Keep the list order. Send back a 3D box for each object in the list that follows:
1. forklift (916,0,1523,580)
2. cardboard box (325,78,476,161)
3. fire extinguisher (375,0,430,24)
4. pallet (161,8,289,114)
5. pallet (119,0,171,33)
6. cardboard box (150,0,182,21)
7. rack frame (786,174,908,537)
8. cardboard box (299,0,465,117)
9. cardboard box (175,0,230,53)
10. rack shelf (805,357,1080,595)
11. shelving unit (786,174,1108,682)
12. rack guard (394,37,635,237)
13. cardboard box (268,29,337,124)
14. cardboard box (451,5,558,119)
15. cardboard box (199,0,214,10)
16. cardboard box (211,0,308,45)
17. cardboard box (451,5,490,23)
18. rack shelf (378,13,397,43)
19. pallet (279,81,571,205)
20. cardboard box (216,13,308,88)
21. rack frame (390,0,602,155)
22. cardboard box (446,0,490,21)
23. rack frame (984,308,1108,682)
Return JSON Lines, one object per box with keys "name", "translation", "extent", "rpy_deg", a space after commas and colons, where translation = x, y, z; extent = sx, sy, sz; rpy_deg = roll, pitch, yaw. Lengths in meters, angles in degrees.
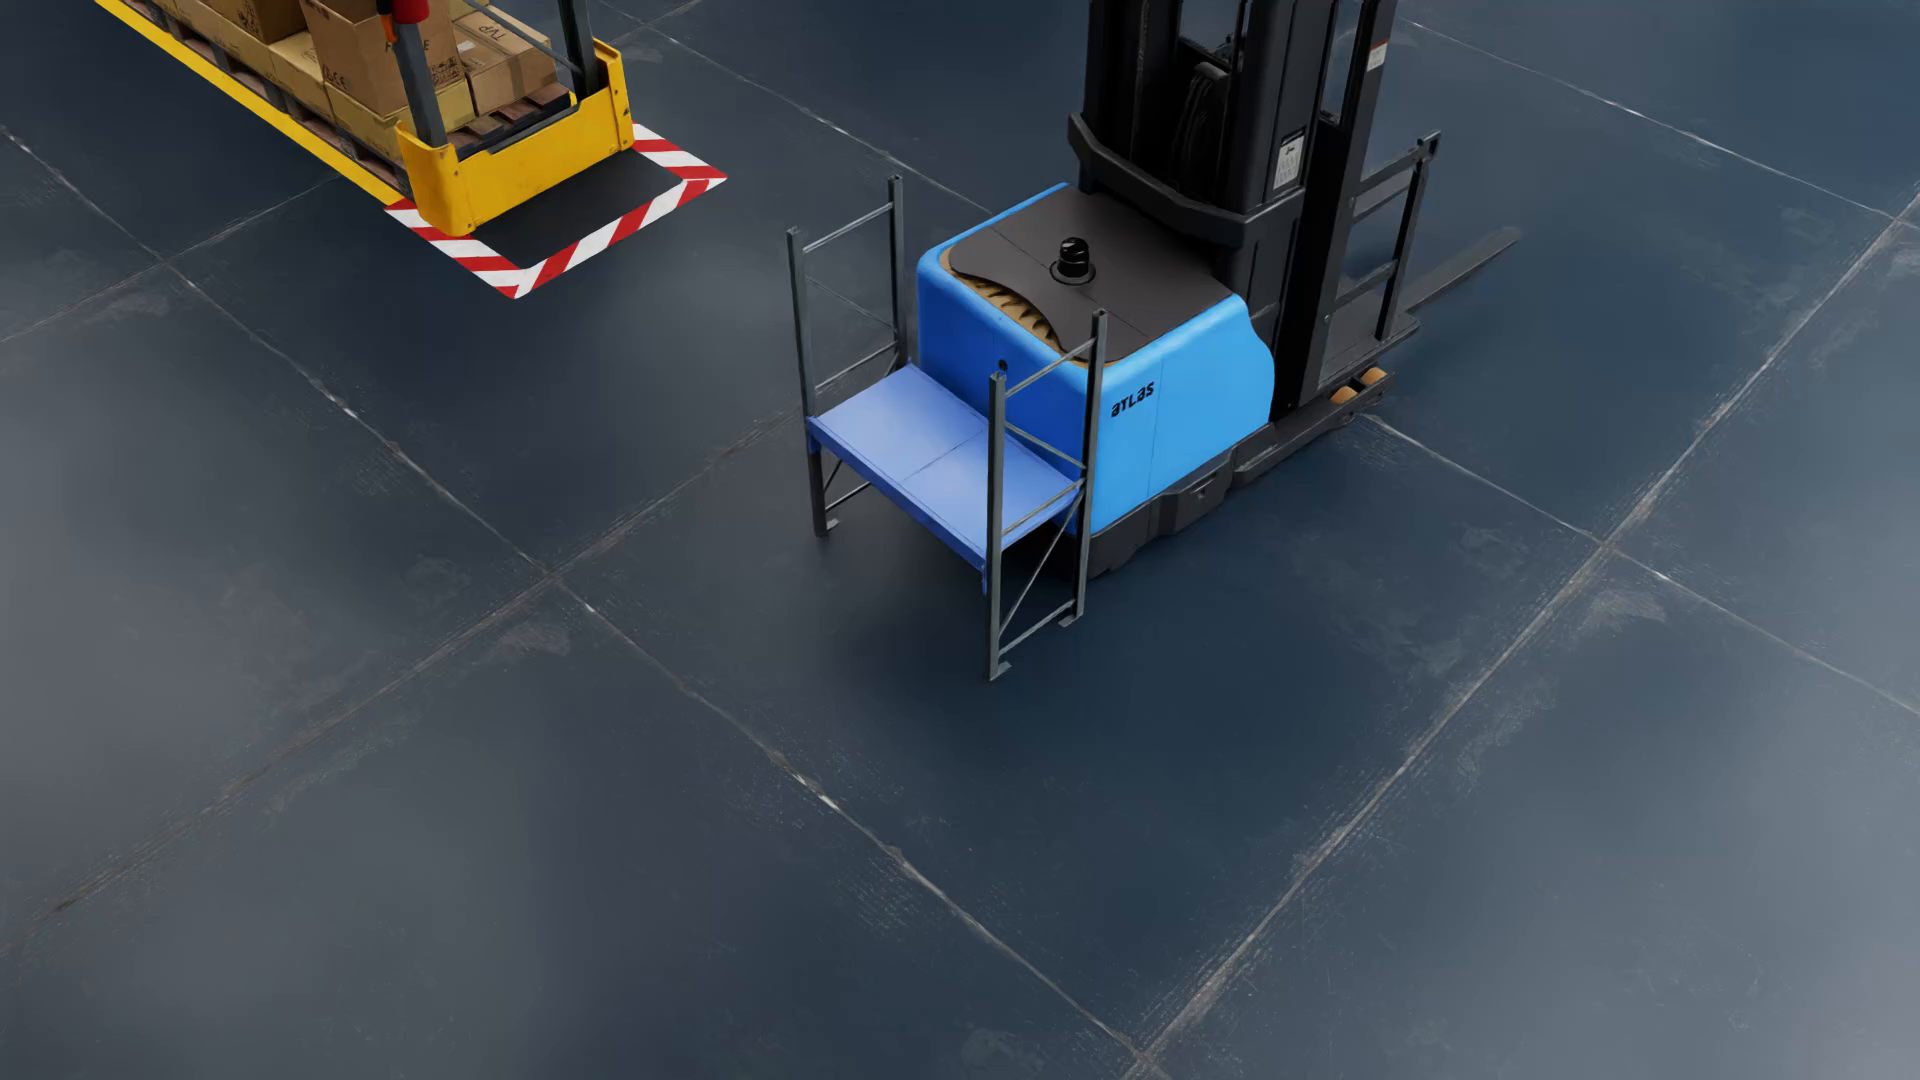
{"name": "forklift", "translation": [1.270, -1.768, 6.399], "extent": [3.031, 2.935, 1.130], "rpy_deg": [-32, 54, -26]}
{"name": "cardboard box", "translation": [-2.810, -2.208, 8.363], "extent": [0.500, 0.250, 0.500], "rpy_deg": [34, 55, 28]}
{"name": "fire extinguisher", "translation": [-2.444, -2.565, 7.153], "extent": [0.183, 0.674, 0.296], "rpy_deg": [34, 55, 28]}
{"name": "pallet", "translation": [-3.698, -2.903, 9.331], "extent": [1.213, 0.211, 1.003], "rpy_deg": [34, 55, 28]}
{"name": "pallet", "translation": [-4.599, -3.506, 9.897], "extent": [1.213, 0.211, 1.003], "rpy_deg": [34, 55, 28]}
{"name": "cardboard box", "translation": [-4.292, -3.187, 9.283], "extent": [0.500, 0.250, 0.500], "rpy_deg": [34, 55, 28]}
{"name": "rack frame", "translation": [-0.399, -0.658, 6.339], "extent": [0.500, 1.500, 0.032], "rpy_deg": [-34, 55, -27]}
{"name": "cardboard box", "translation": [-2.812, -2.463, 8.089], "extent": [0.500, 0.500, 0.500], "rpy_deg": [34, 55, 28]}
{"name": "cardboard box", "translation": [-3.921, -2.943, 9.054], "extent": [0.500, 0.250, 0.500], "rpy_deg": [34, 55, 28]}
{"name": "rack shelf", "translation": [-0.056, -0.261, 6.213], "extent": [0.538, 0.185, 1.000], "rpy_deg": [-34, 55, -27]}
{"name": "shelving unit", "translation": [-0.057, -0.384, 6.082], "extent": [0.538, 1.500, 1.048], "rpy_deg": [-34, 55, -27]}
{"name": "rack guard", "translation": [-2.198, -2.031, 8.314], "extent": [0.348, 0.500, 1.175], "rpy_deg": [34, 55, 28]}
{"name": "cardboard box", "translation": [-3.186, -2.449, 8.589], "extent": [0.500, 0.250, 0.500], "rpy_deg": [34, 55, 28]}
{"name": "cardboard box", "translation": [-2.459, -2.485, 8.624], "extent": [0.500, 0.250, 0.500], "rpy_deg": [34, 55, 28]}
{"name": "cardboard box", "translation": [-3.923, -3.198, 8.779], "extent": [0.500, 0.500, 0.500], "rpy_deg": [34, 55, 28]}
{"name": "cardboard box", "translation": [-3.556, -2.950, 8.546], "extent": [0.500, 0.500, 0.500], "rpy_deg": [34, 55, 28]}
{"name": "cardboard box", "translation": [-2.829, -2.730, 8.854], "extent": [0.500, 0.250, 0.500], "rpy_deg": [34, 55, 28]}
{"name": "rack shelf", "translation": [-3.685, -3.641, 8.604], "extent": [4.000, 0.370, 1.077], "rpy_deg": [34, 55, 28]}
{"name": "pallet", "translation": [-2.806, -2.300, 8.764], "extent": [1.213, 0.211, 1.003], "rpy_deg": [34, 55, 28]}
{"name": "cardboard box", "translation": [-3.554, -2.695, 8.821], "extent": [0.500, 0.250, 0.500], "rpy_deg": [34, 55, 28]}
{"name": "rack frame", "translation": [-2.216, -2.898, 7.414], "extent": [0.127, 3.000, 1.000], "rpy_deg": [34, 55, 28]}
{"name": "cardboard box", "translation": [-2.828, -2.988, 8.582], "extent": [0.500, 0.500, 0.500], "rpy_deg": [34, 55, 28]}
{"name": "rack frame", "translation": [0.286, -0.110, 5.824], "extent": [0.500, 1.500, 0.032], "rpy_deg": [-34, 55, -27]}
